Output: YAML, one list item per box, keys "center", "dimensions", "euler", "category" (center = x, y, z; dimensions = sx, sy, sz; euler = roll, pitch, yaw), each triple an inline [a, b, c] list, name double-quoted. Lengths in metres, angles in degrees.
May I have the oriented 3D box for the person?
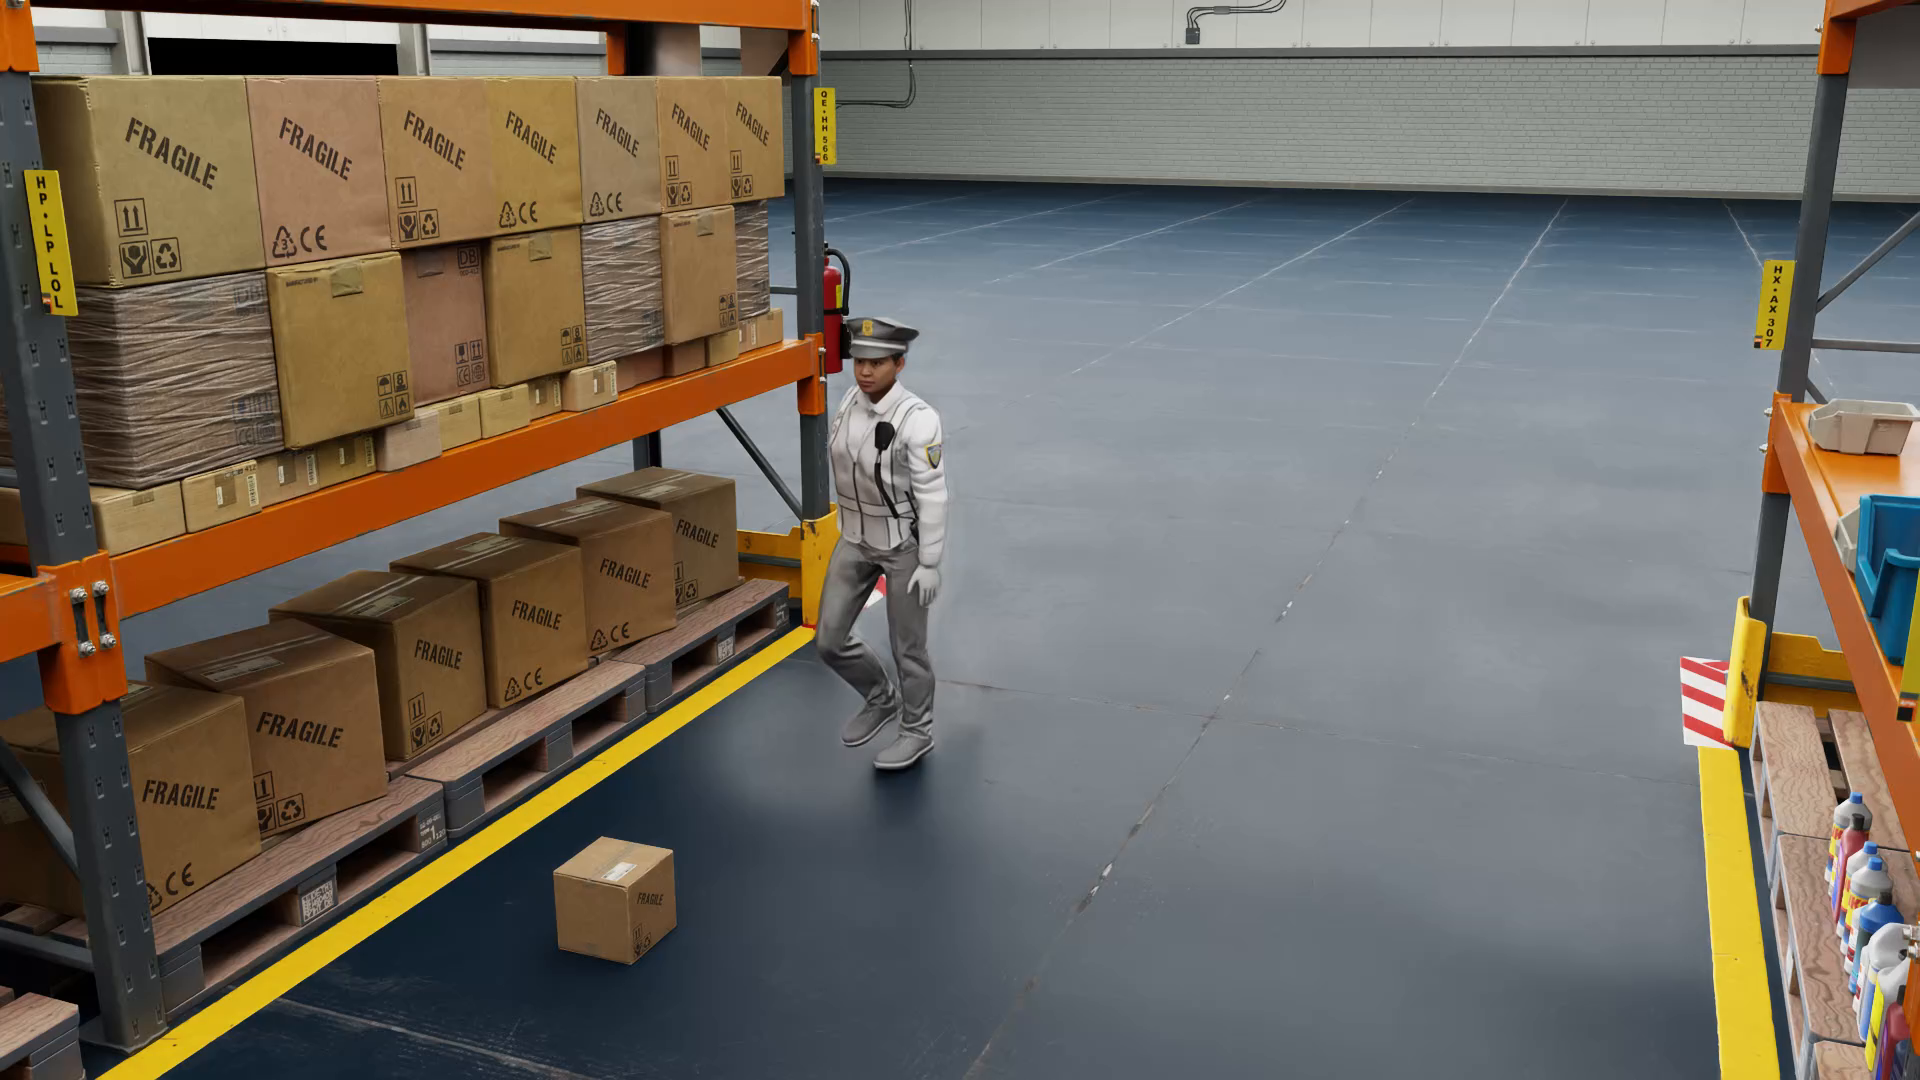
- center: [-0.246, 0.027, 5.841]
  dimensions: [0.510, 1.665, 0.440]
  euler: [11, 19, 35]
  category: "person"
